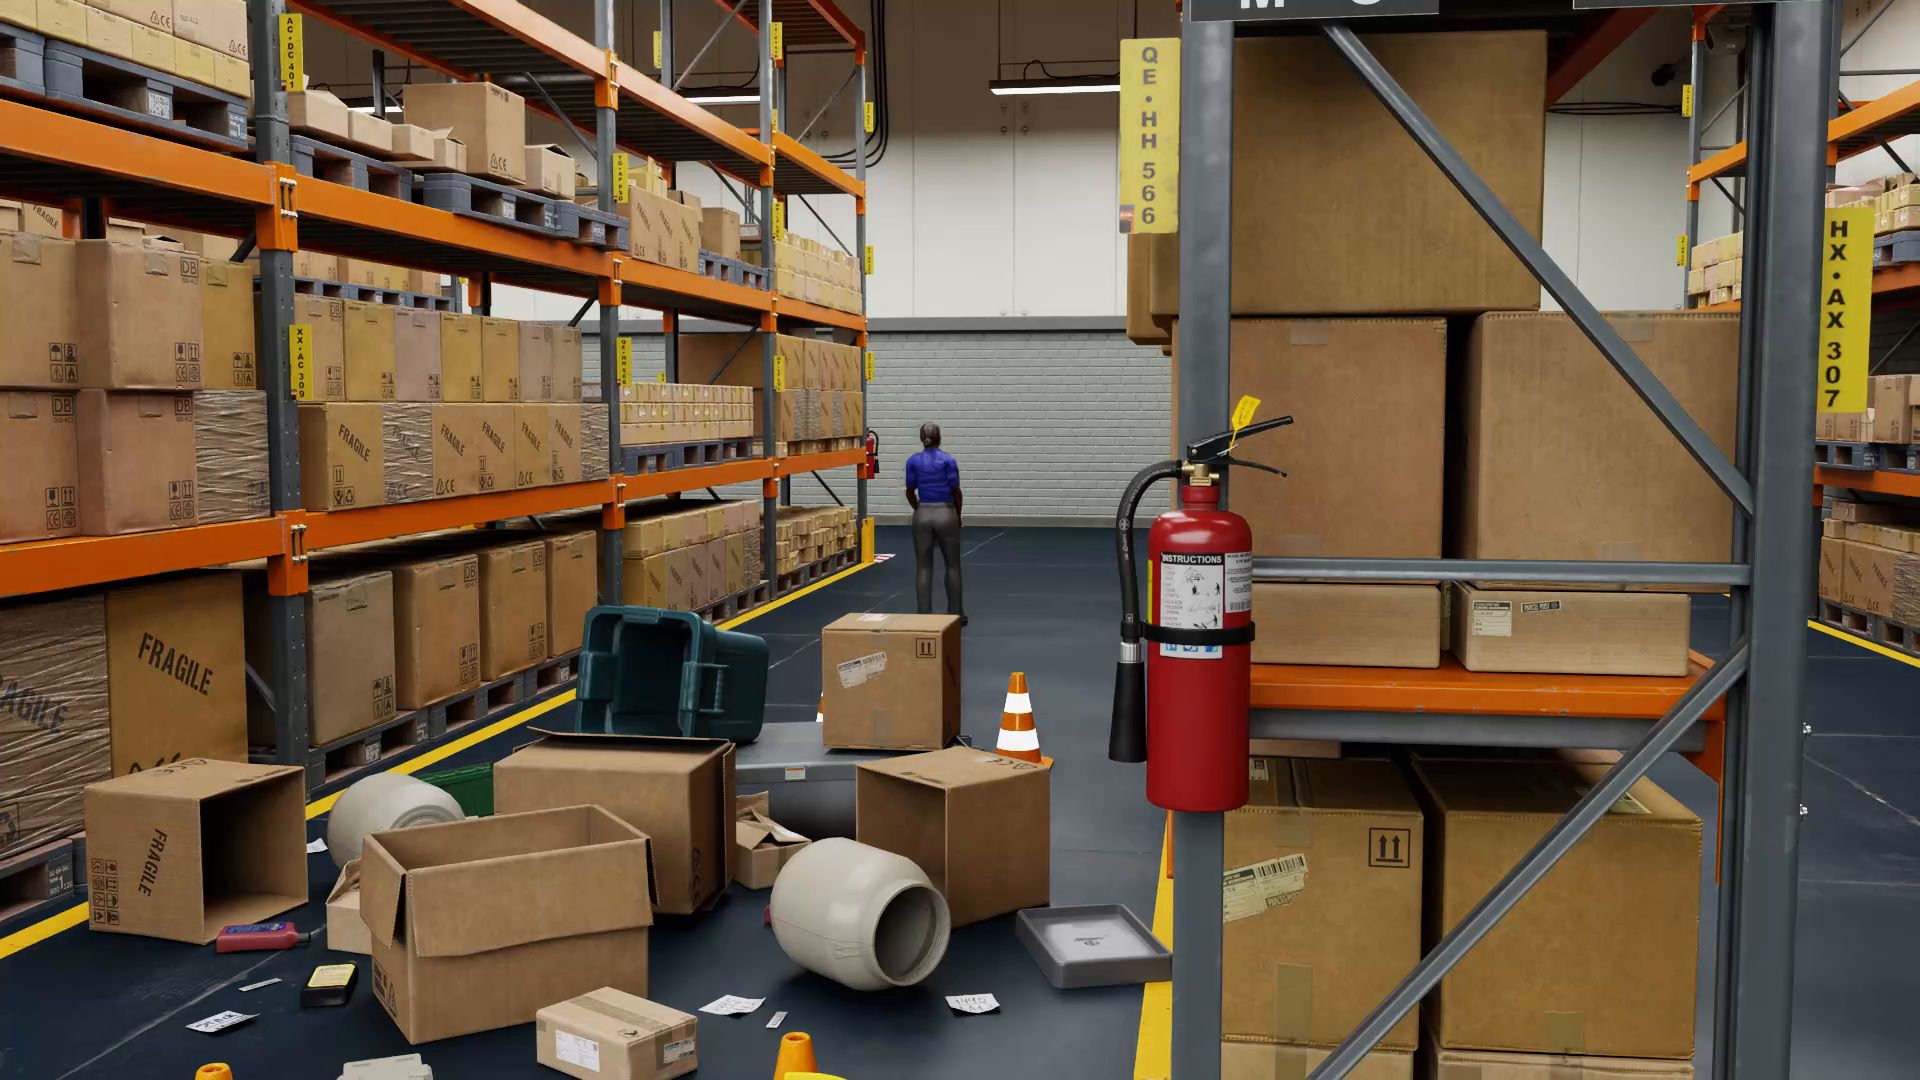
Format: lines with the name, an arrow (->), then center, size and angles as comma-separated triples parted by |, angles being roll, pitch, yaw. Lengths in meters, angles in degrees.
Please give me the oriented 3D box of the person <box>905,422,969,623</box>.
person -> -0.201, -0.131, 13.483 | 0.479, 1.652, 0.571 | 1, 5, 11
